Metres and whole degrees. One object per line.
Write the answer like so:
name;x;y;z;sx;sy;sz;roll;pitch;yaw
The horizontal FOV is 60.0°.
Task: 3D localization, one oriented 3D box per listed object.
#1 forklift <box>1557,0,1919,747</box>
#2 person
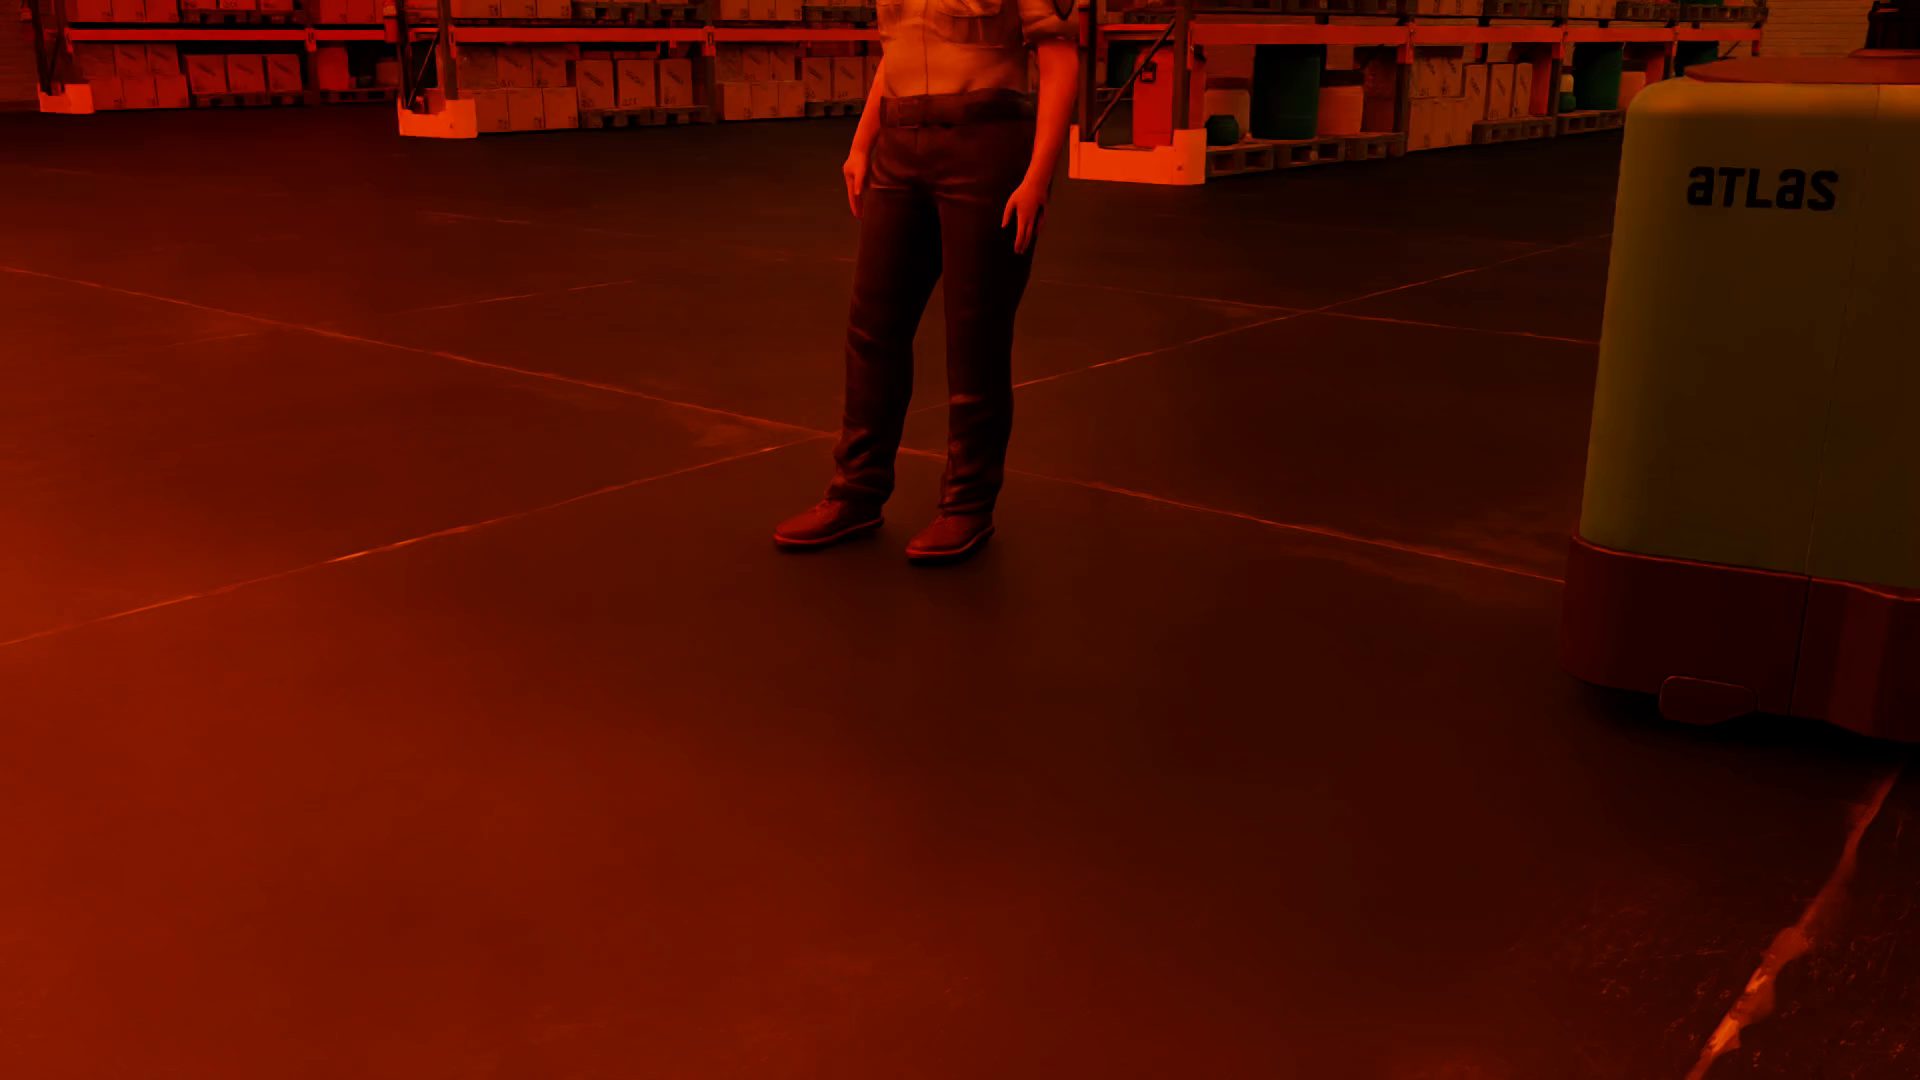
forklift;2.612;-1.026;2.275;3.031;2.935;1.130;9;19;26
person;-0.075;-0.779;3.648;0.598;1.651;0.502;13;21;37
